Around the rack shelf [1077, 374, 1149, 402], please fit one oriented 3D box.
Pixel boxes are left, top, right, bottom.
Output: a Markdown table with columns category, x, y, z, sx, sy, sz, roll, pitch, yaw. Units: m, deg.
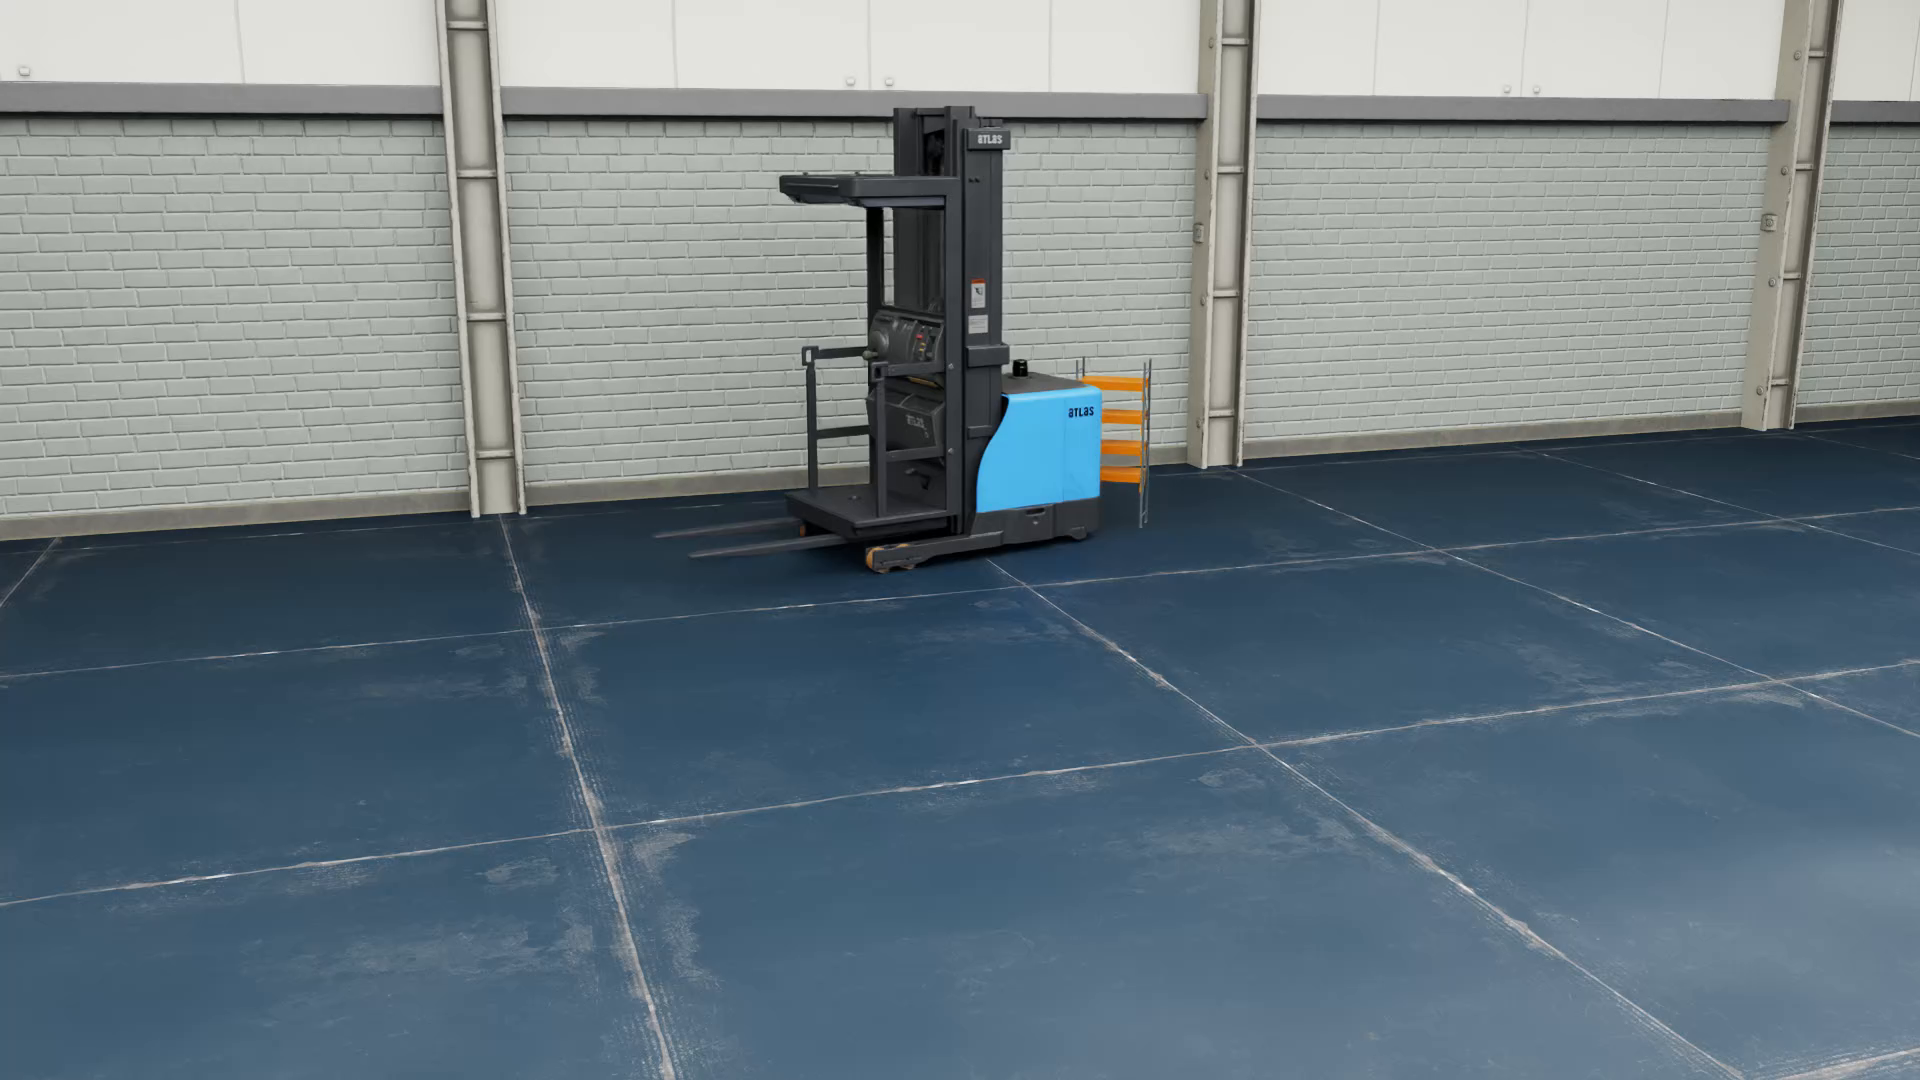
| category | x | y | z | sx | sy | sz | roll | pitch | yaw |
| --- | --- | --- | --- | --- | --- | --- | --- | --- | --- |
| rack shelf | 1.101 | -1.092 | 11.941 | 0.480 | 0.148 | 0.258 | 4 | 14 | 16 |

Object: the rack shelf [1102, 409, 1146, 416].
| category | x | y | z | sx | sy | sz | roll | pitch | yaw |
| --- | --- | --- | --- | --- | --- | --- | --- | --- | --- |
| rack shelf | 1.101 | -0.913 | 11.983 | 0.457 | 0.021 | 0.221 | 4 | 14 | 16 |

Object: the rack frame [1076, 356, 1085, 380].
| category | x | y | z | sx | sy | sz | roll | pitch | yaw |
| --- | --- | --- | --- | --- | --- | --- | --- | --- | --- |
| rack frame | 0.867 | -0.725 | 12.100 | 0.015 | 1.200 | 0.240 | 4 | 14 | 16 |

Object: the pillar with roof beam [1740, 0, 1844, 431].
| category | x | y | z | sx | sy | sz | roll | pitch | yaw |
| --- | --- | --- | --- | --- | --- | --- | --- | --- | --- |
| pillar with roof beam | 9.261 | -4.535 | 11.262 | 0.400 | 9.000 | 9.100 | -4 | 14 | -18 |

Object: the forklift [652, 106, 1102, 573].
| category | x | y | z | sx | sy | sz | roll | pitch | yaw |
| --- | --- | --- | --- | --- | --- | --- | --- | --- | --- |
| forklift | -0.535 | -1.352 | 10.992 | 3.031 | 2.935 | 1.130 | -8 | 16 | -30 |

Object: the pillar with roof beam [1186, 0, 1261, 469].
| category | x | y | z | sx | sy | sz | roll | pitch | yaw |
| --- | --- | --- | --- | --- | --- | --- | --- | --- | --- |
| pillar with roof beam | 3.574 | -4.092 | 9.400 | 0.400 | 9.000 | 9.100 | -4 | 14 | -18 |

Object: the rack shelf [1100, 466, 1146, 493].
| category | x | y | z | sx | sy | sz | roll | pitch | yaw |
| --- | --- | --- | --- | --- | --- | --- | --- | --- | --- |
| rack shelf | 1.101 | -0.451 | 12.093 | 0.480 | 0.148 | 0.258 | 4 | 14 | 16 |

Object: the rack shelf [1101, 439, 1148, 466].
| category | x | y | z | sx | sy | sz | roll | pitch | yaw |
| --- | --- | --- | --- | --- | --- | --- | --- | --- | --- |
| rack shelf | 1.101 | -0.644 | 12.047 | 0.480 | 0.148 | 0.258 | 4 | 14 | 16 |

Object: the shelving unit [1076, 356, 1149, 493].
| category | x | y | z | sx | sy | sz | roll | pitch | yaw |
| --- | --- | --- | --- | --- | --- | --- | --- | --- | --- |
| shelving unit | 1.096 | -0.710 | 12.033 | 0.492 | 1.200 | 0.258 | 4 | 14 | 16 |
